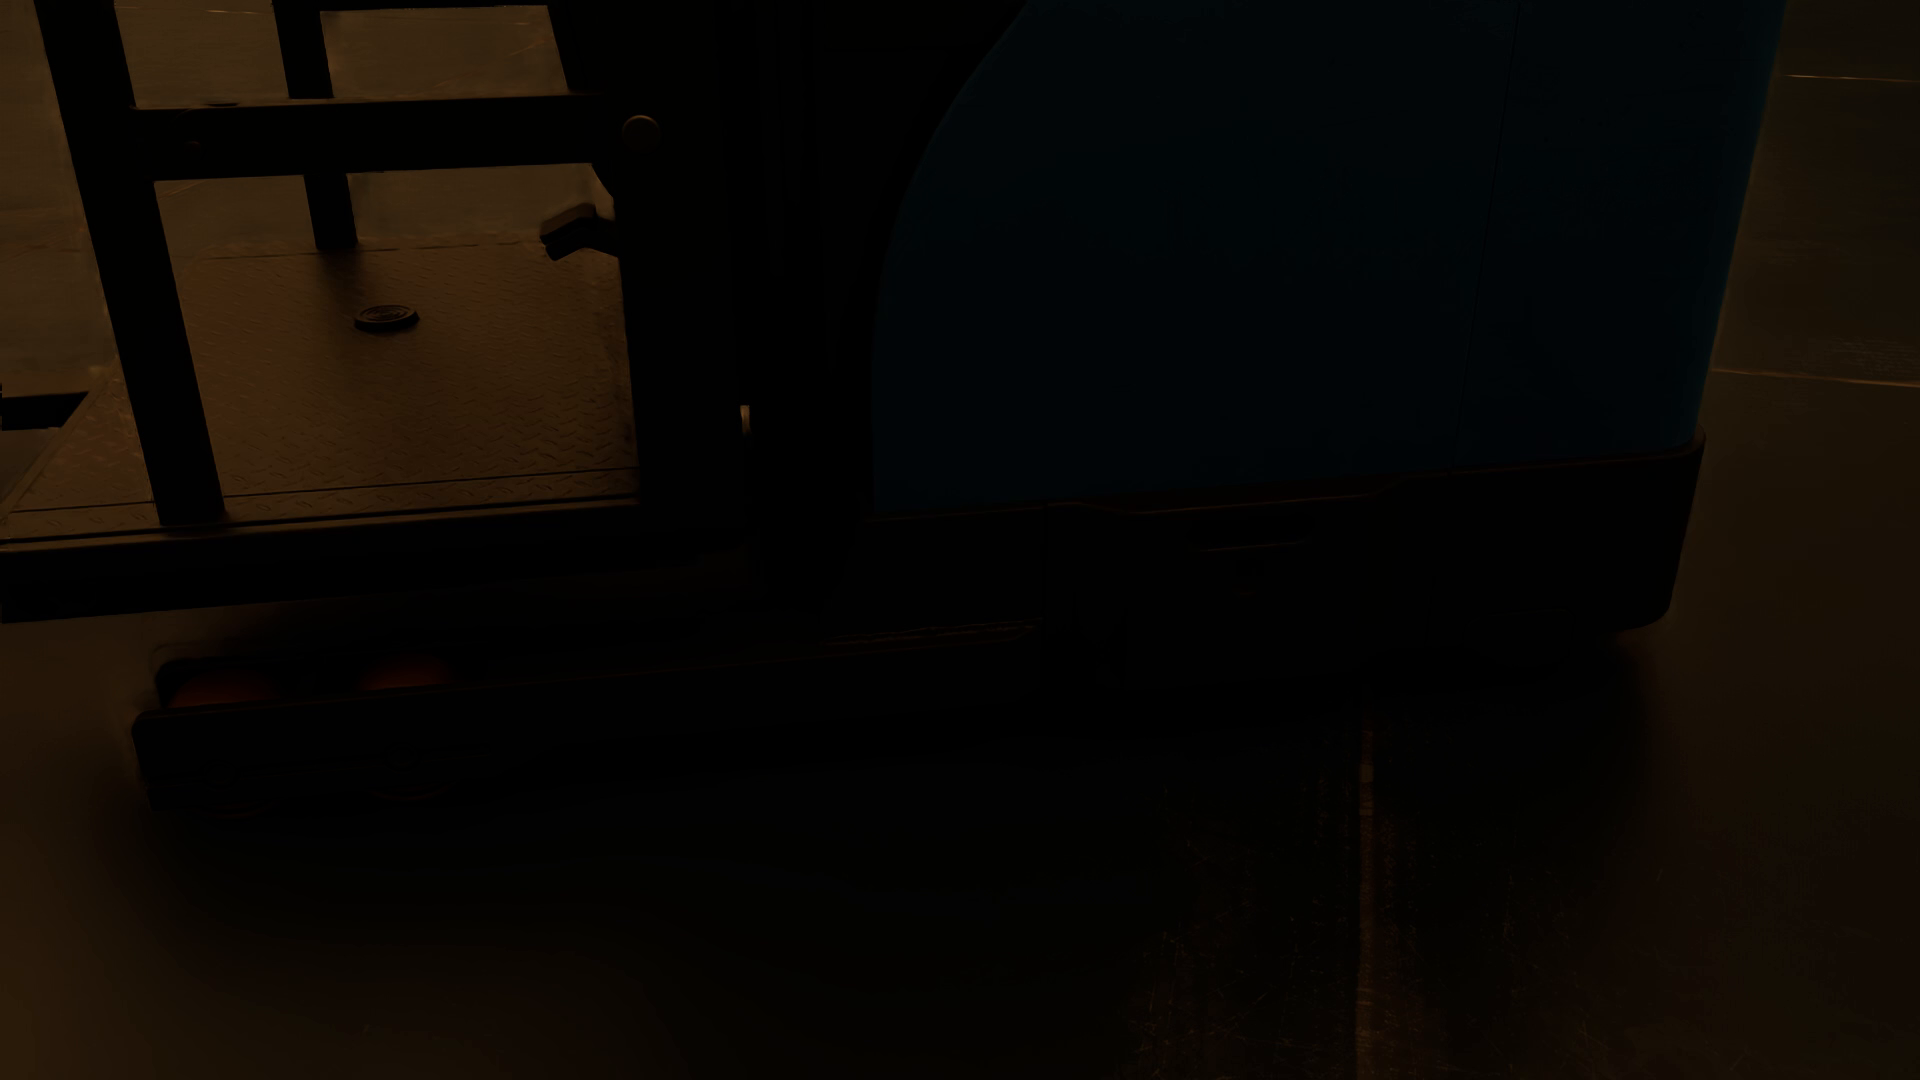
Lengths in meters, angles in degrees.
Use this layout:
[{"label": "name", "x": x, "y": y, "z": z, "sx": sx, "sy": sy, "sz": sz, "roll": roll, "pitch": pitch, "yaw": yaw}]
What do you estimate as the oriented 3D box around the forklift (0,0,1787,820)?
[{"label": "forklift", "x": -0.632, "y": -1.251, "z": 1.726, "sx": 3.031, "sy": 2.935, "sz": 1.130, "roll": -5, "pitch": 27, "yaw": -9}]
